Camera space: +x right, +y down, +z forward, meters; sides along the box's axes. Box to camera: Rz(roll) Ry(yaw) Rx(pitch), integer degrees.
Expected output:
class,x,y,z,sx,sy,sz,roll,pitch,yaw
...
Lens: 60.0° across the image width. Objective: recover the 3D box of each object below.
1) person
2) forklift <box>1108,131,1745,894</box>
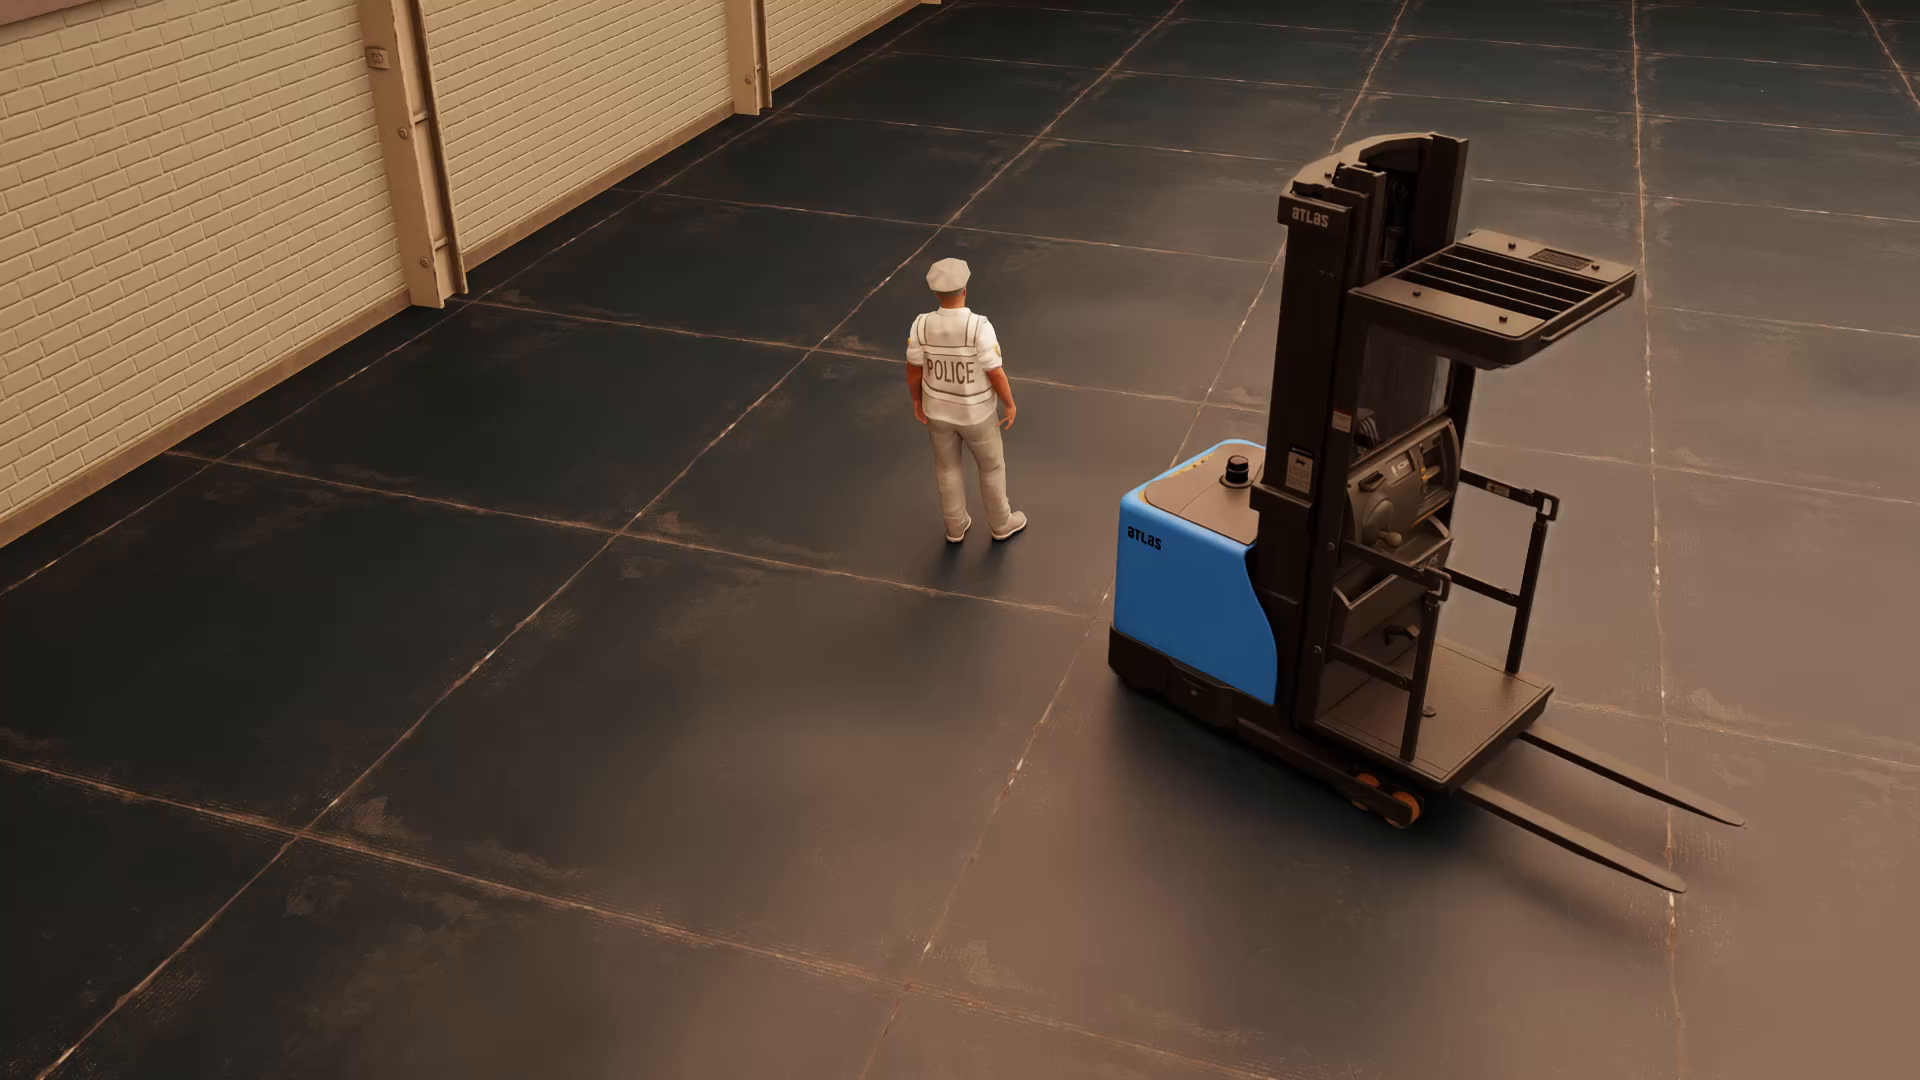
class,x,y,z,sx,sy,sz,roll,pitch,yaw
person,0.036,-0.816,9.712,0.641,1.780,0.574,10,31,16
forklift,2.196,-0.226,7.533,3.031,2.935,1.130,25,38,37
